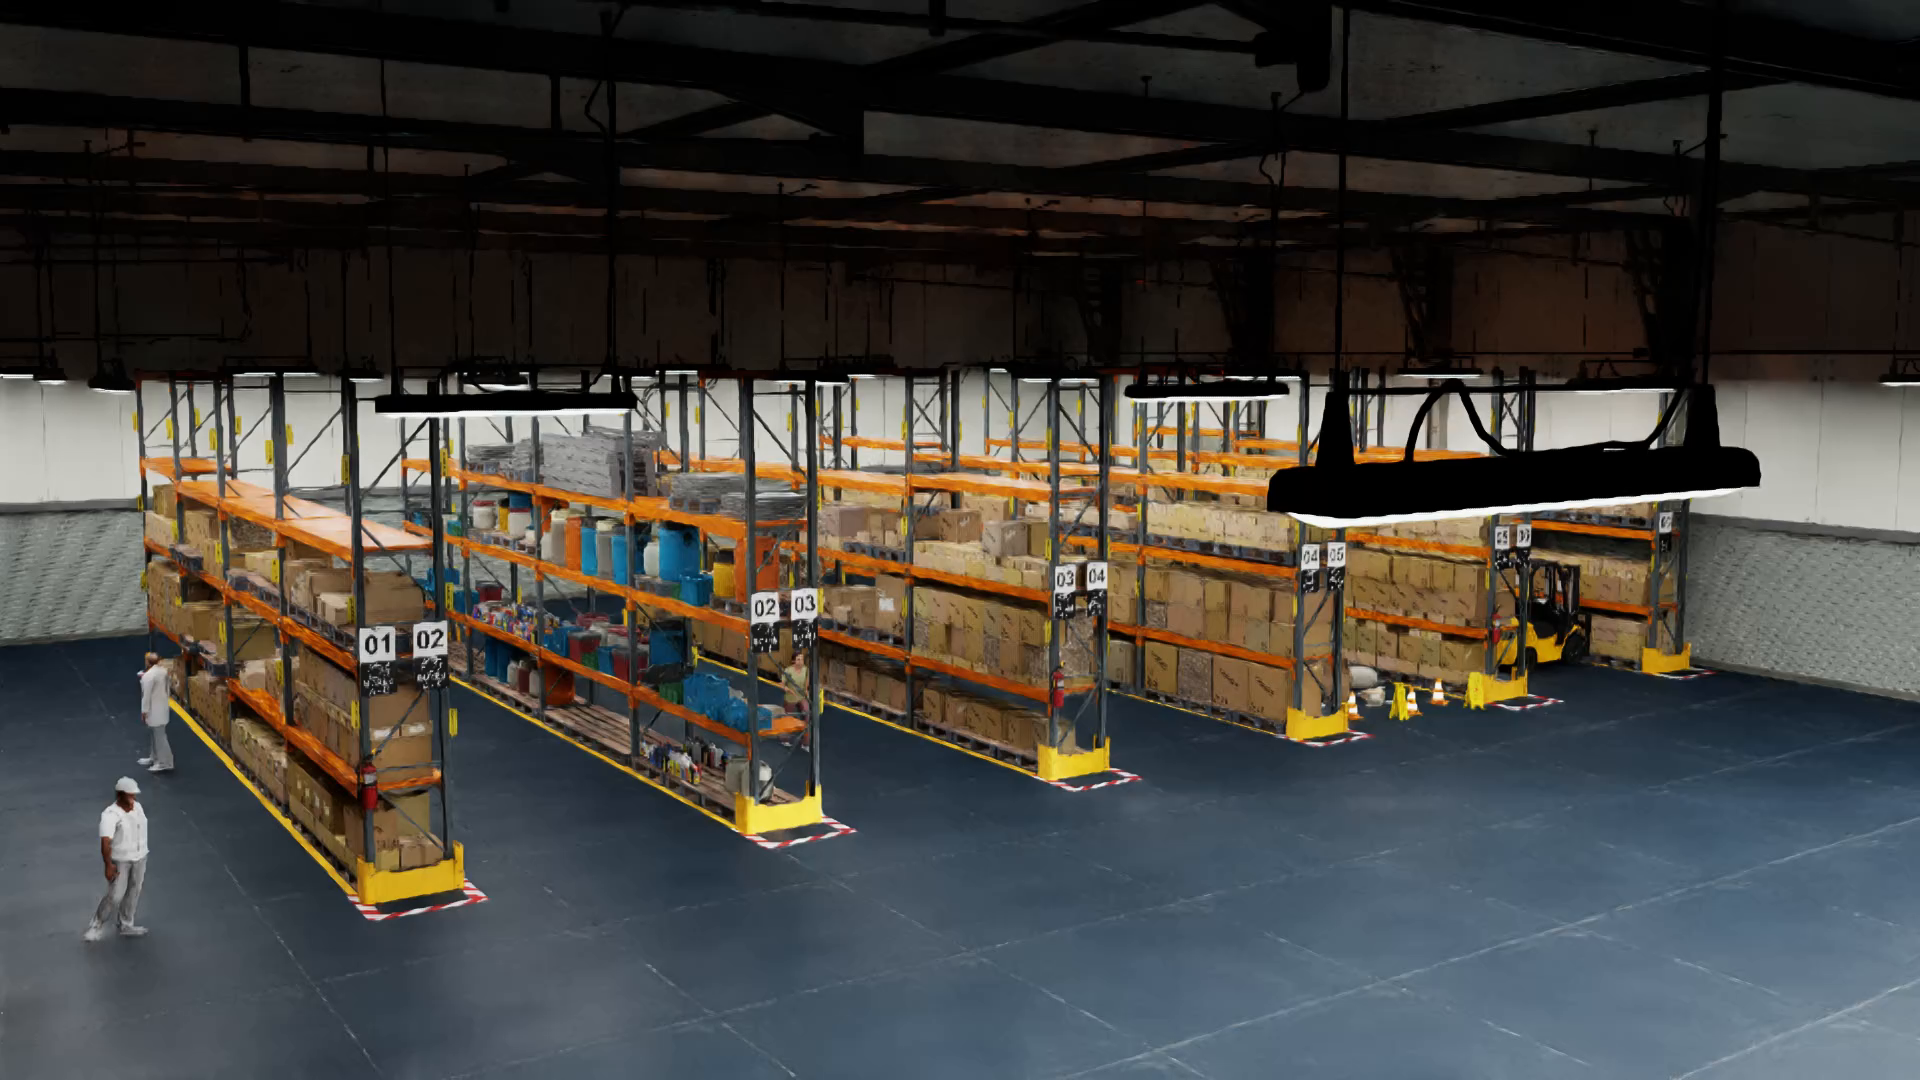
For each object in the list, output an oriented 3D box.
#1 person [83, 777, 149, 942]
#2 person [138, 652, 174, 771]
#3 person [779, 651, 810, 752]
[{"bbox_3d":[-9.093,3.436,17.922,0.529,1.757,0.732,2,7,16],"label":"person"},{"bbox_3d":[-12.270,2.579,25.288,0.636,1.775,0.677,0,6,-2],"label":"person"},{"bbox_3d":[-2.623,2.543,26.535,0.603,1.600,0.799,-3,7,-28],"label":"person"}]
